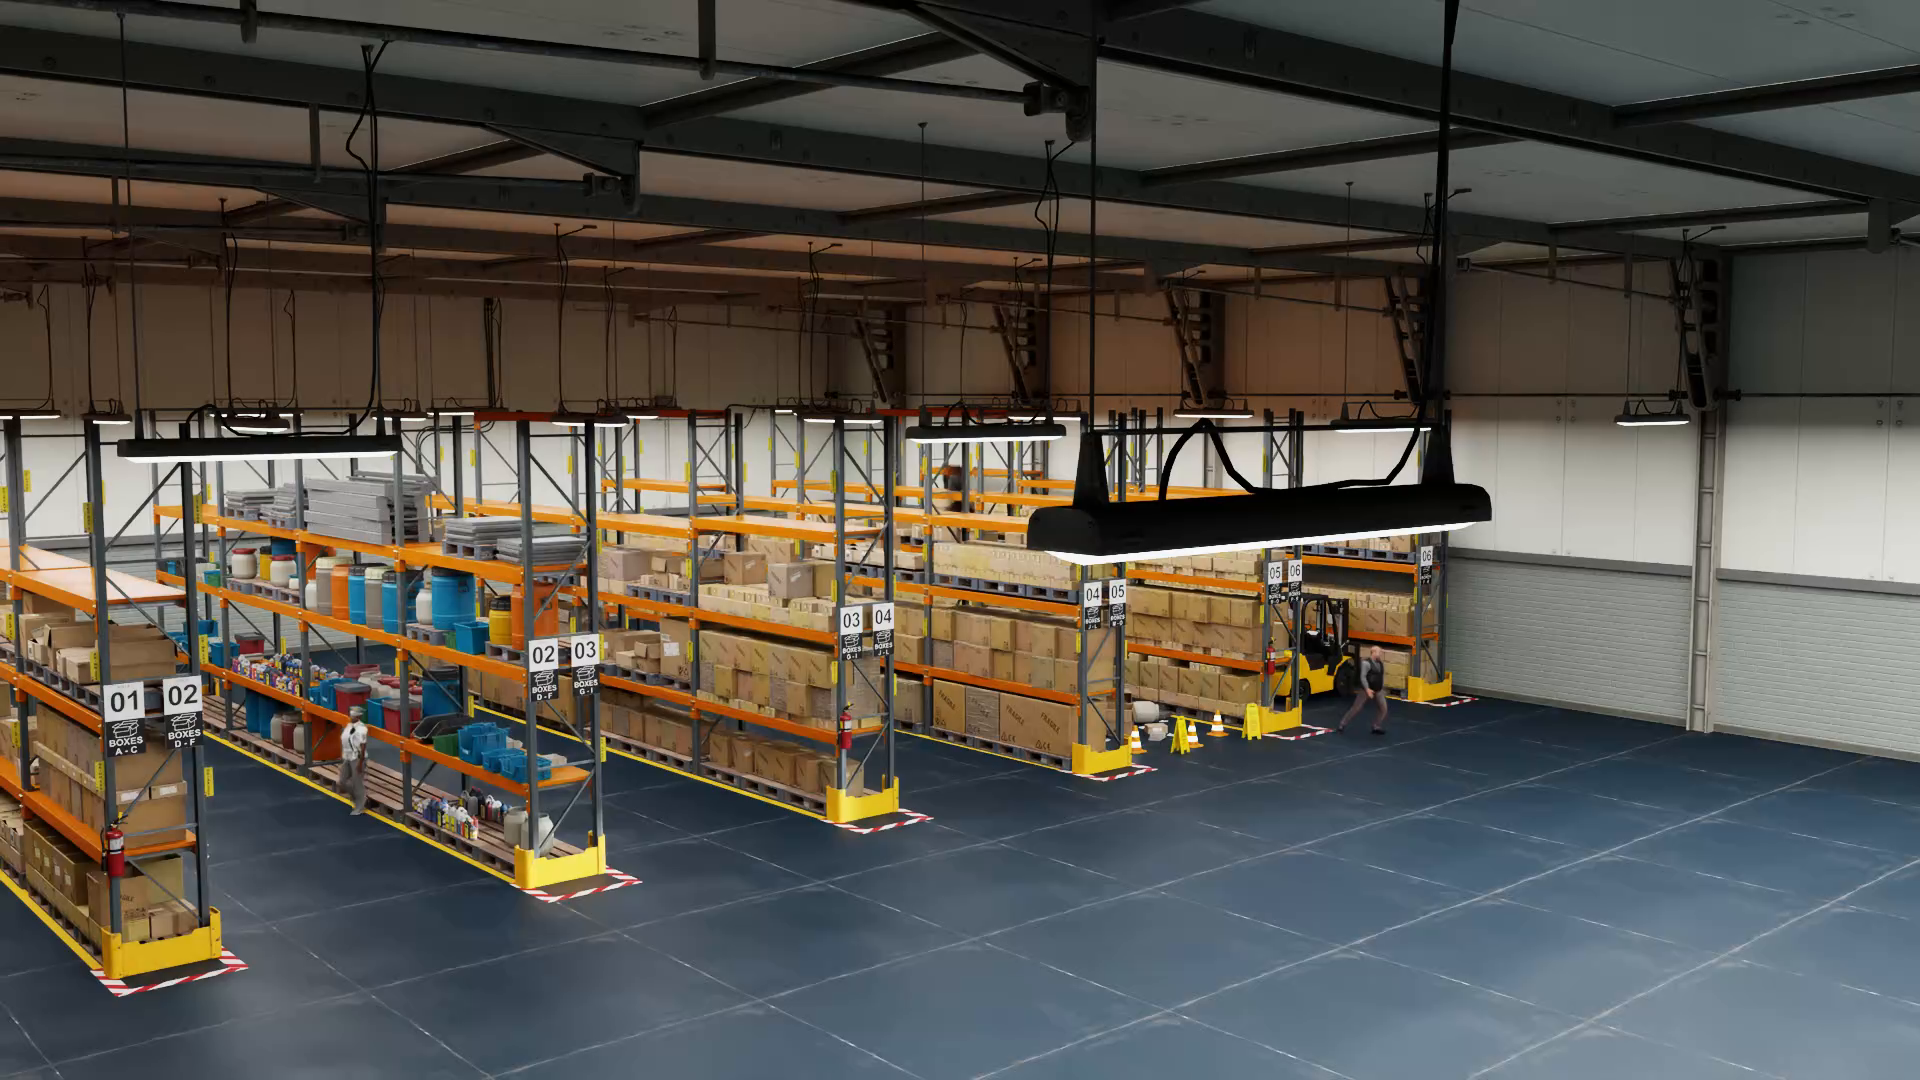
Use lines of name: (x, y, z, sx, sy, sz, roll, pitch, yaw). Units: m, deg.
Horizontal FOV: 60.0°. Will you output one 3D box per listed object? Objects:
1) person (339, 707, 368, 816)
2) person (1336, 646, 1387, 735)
person: (-9.125, 3.300, 25.077, 0.637, 1.664, 0.493, 3, 6, 34)
person: (7.483, 2.787, 30.946, 0.828, 1.660, 0.713, -3, 6, -30)
